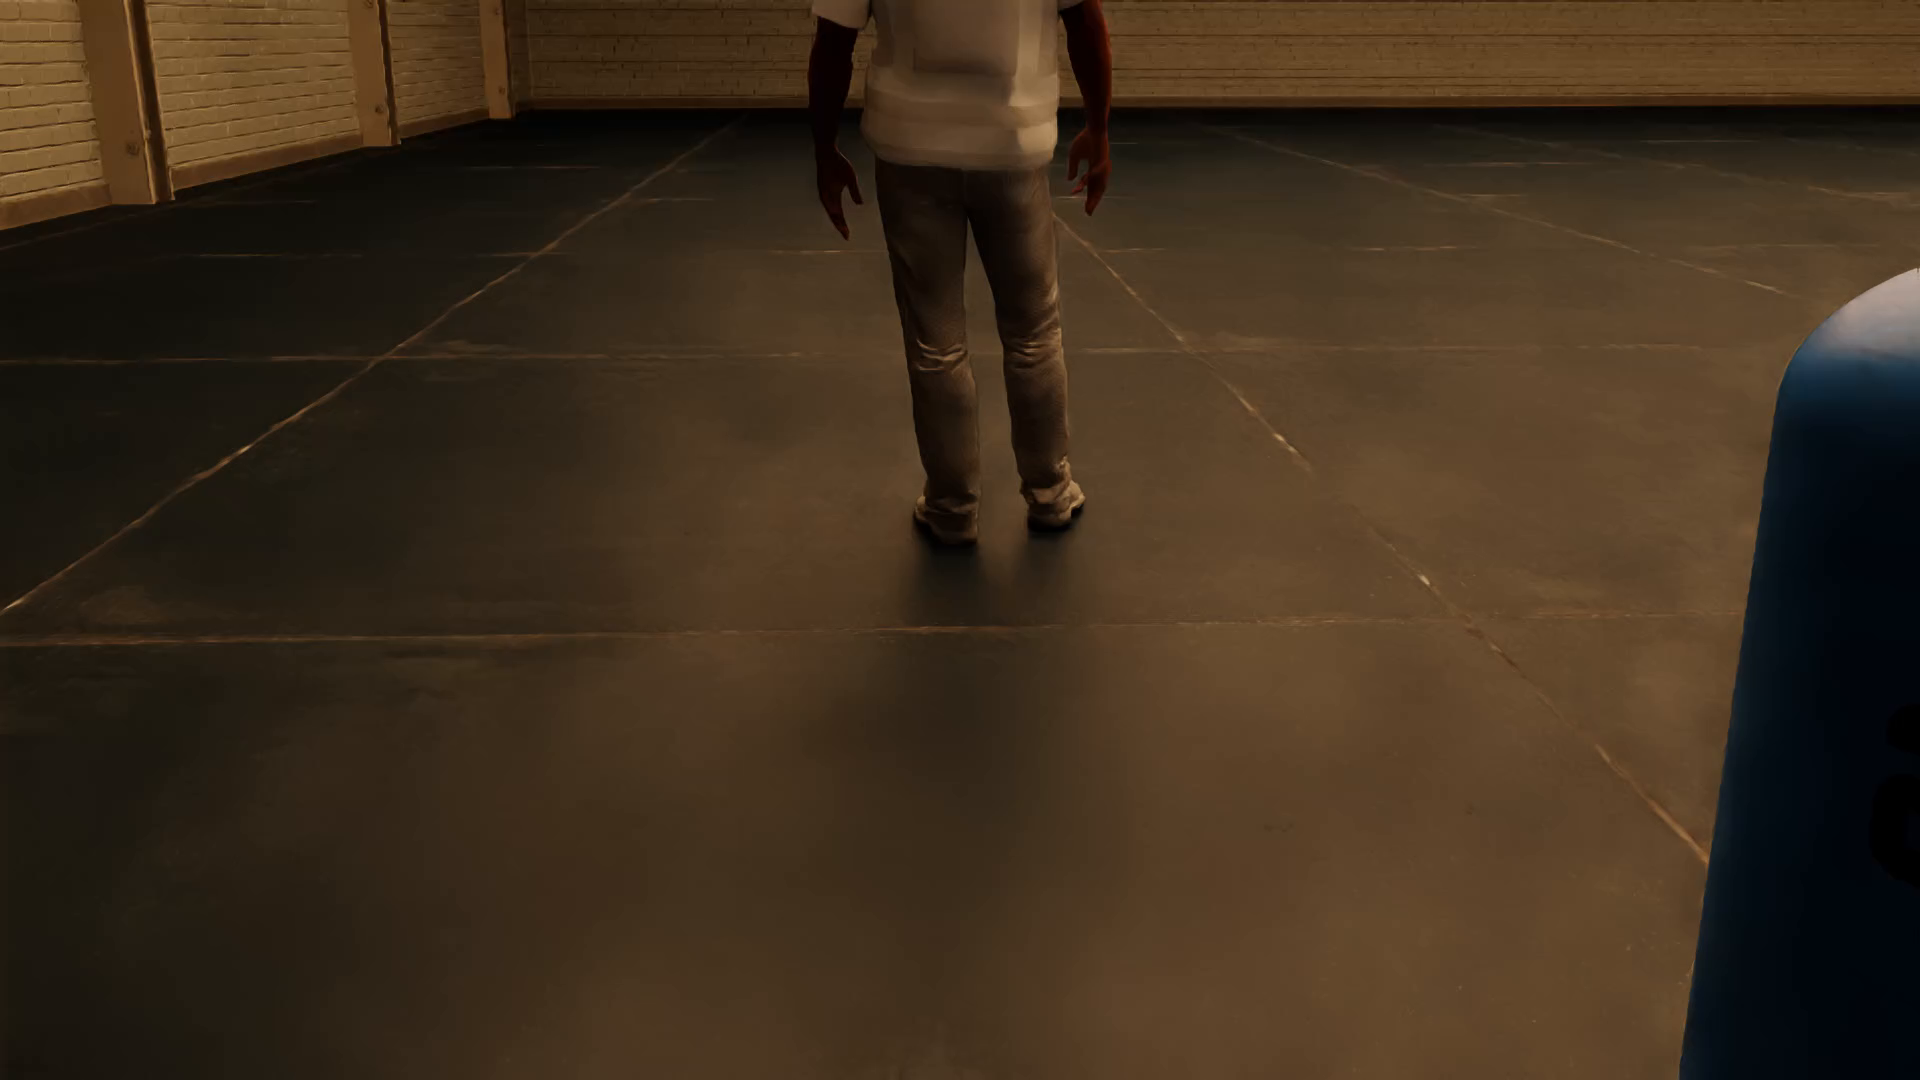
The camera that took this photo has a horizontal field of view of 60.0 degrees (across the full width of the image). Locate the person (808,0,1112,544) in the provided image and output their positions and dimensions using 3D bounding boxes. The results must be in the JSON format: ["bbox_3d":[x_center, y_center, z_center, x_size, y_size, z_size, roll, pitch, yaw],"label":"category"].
[{"bbox_3d":[0.002,-0.872,3.724,0.665,1.766,0.576,-1,17,-3],"label":"person"}]
